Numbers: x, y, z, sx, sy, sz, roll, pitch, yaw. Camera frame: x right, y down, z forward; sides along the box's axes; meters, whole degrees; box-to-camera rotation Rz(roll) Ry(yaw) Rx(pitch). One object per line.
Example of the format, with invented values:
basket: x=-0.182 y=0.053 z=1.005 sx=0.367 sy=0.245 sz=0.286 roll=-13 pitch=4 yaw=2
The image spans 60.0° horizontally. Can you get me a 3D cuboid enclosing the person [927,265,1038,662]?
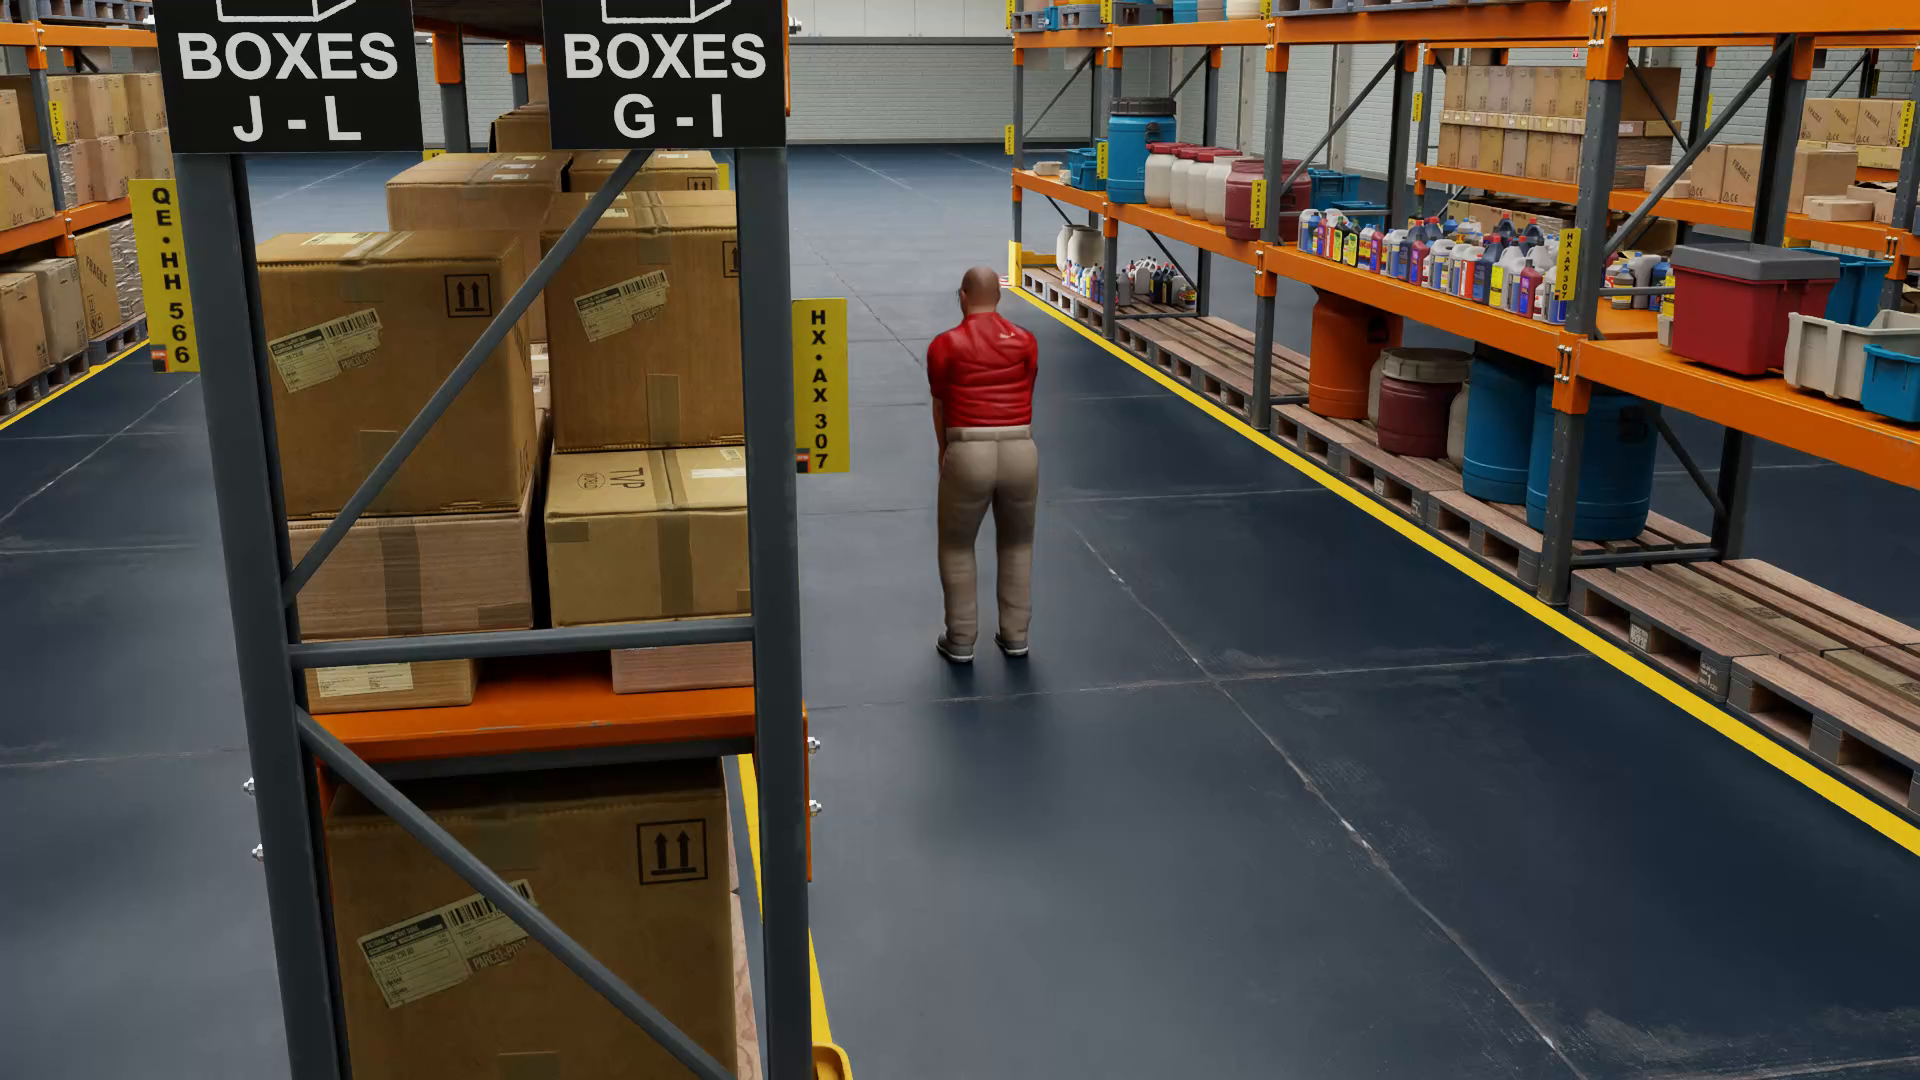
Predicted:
person: x=0.091 y=-0.336 z=7.252 sx=0.487 sy=1.718 sz=0.561 roll=-3 pitch=17 yaw=-11
